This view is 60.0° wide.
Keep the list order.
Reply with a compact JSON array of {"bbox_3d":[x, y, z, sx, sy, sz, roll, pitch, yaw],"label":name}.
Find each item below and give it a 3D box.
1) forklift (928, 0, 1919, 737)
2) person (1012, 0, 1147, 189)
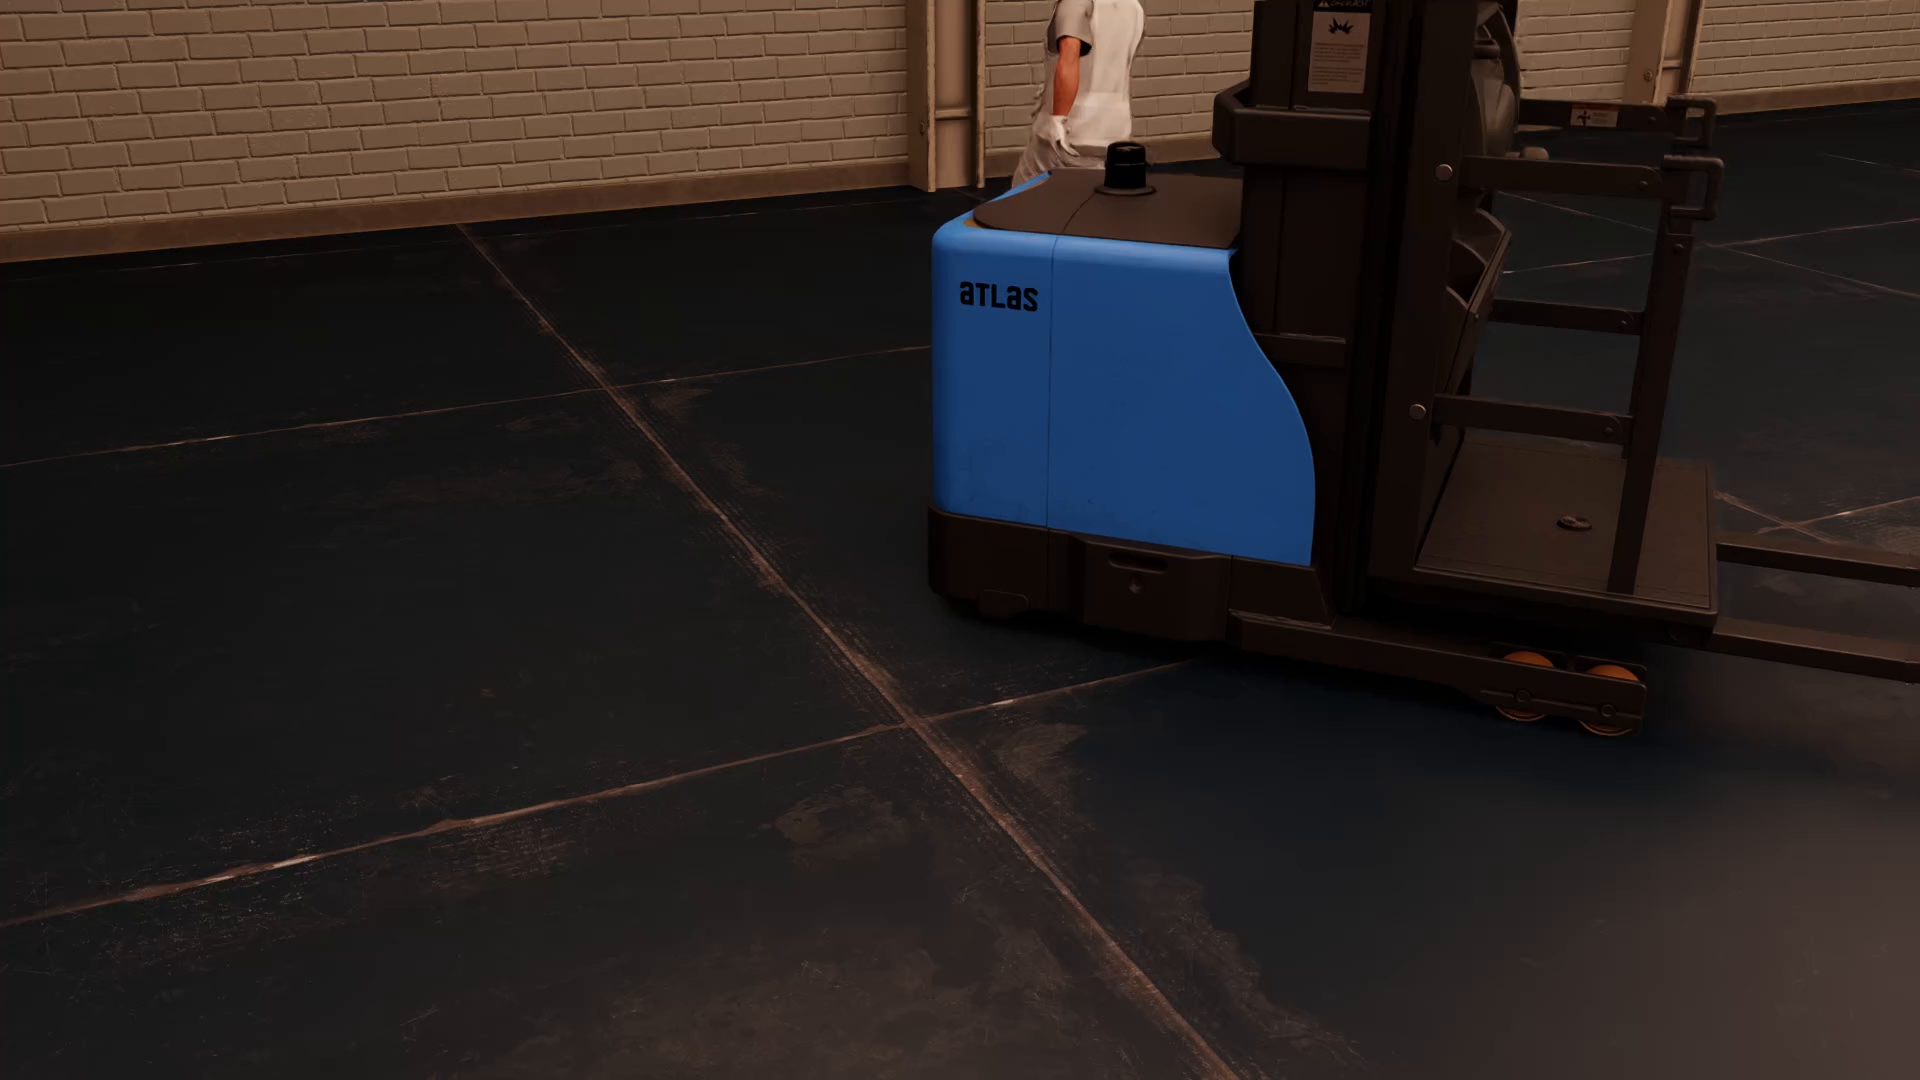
[{"bbox_3d":[1.480,-1.115,3.971,3.031,2.935,1.130,9,24,20],"label":"forklift"},{"bbox_3d":[0.507,-1.625,6.854,0.627,1.777,0.813,-10,25,-23],"label":"person"}]
